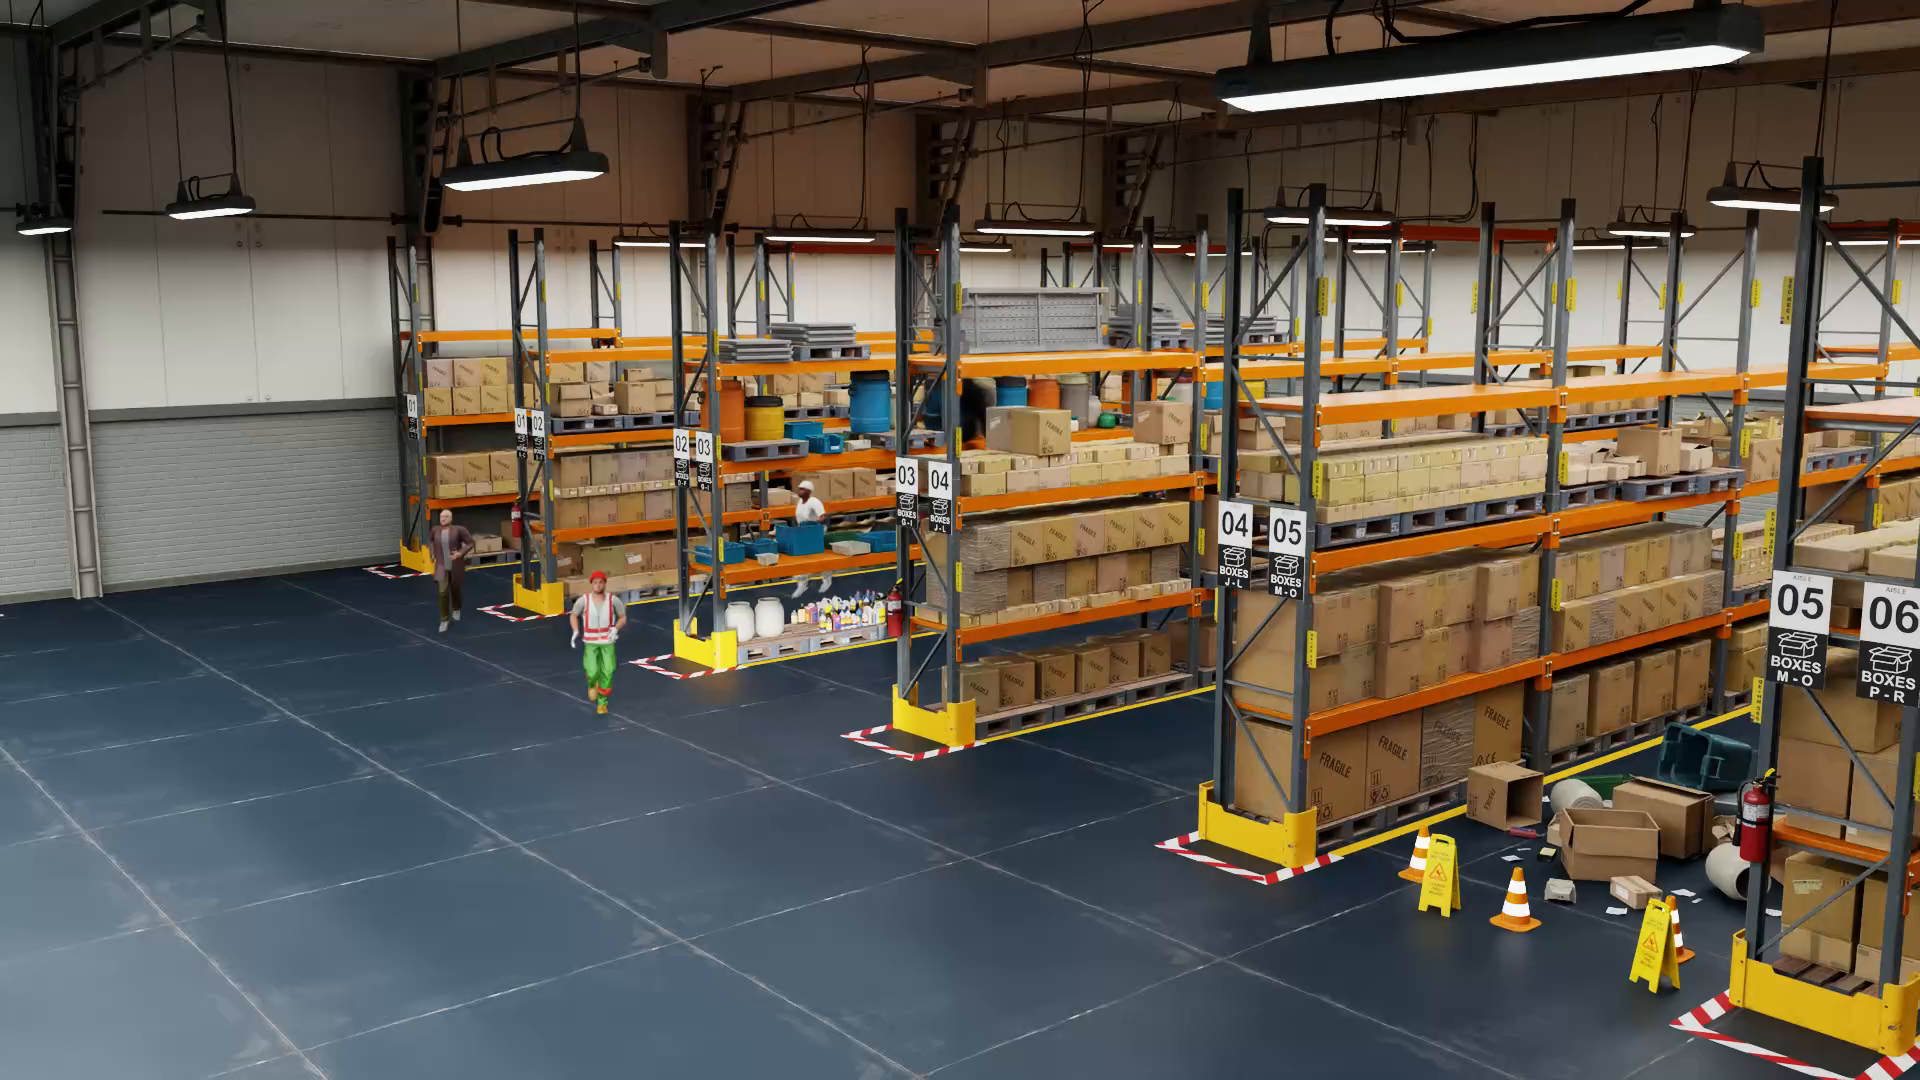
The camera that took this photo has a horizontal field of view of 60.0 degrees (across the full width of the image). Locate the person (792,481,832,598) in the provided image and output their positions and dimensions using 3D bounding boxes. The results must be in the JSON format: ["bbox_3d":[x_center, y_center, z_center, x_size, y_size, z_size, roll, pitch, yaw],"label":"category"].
[{"bbox_3d":[-2.324,-0.019,26.345,0.704,1.862,0.704,-8,12,-42],"label":"person"}]

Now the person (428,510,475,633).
[{"bbox_3d":[-7.681,0.435,25.145,0.716,1.828,0.922,-1,9,-4],"label":"person"}]

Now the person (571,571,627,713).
[{"bbox_3d":[-4.350,1.236,20.073,0.664,1.741,0.594,-2,9,-13],"label":"person"}]
